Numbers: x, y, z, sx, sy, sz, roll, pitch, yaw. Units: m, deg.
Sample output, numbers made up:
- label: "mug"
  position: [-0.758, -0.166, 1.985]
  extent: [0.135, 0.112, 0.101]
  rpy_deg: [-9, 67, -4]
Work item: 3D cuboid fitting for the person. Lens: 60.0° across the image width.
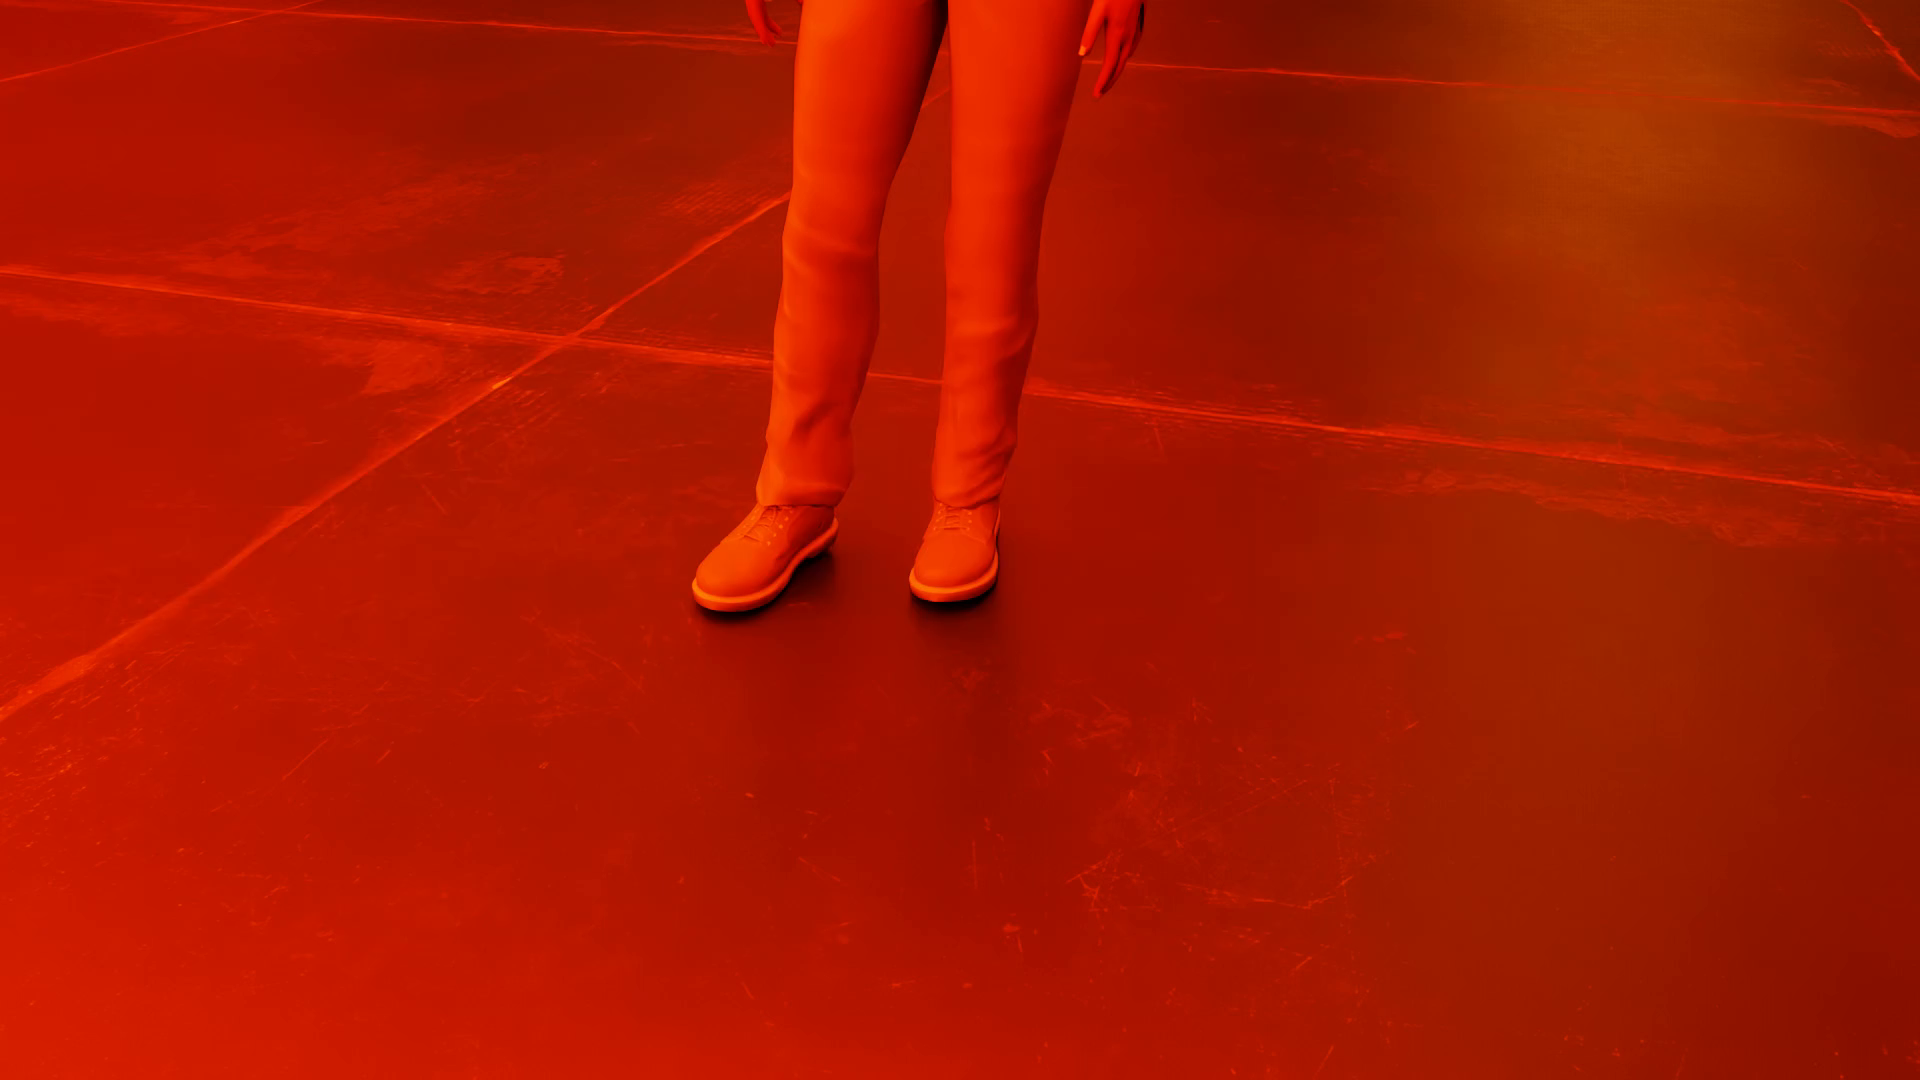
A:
- label: "person"
  position: [-0.042, -0.730, 2.054]
  extent: [0.569, 1.692, 0.530]
  rpy_deg: [8, 28, 16]
